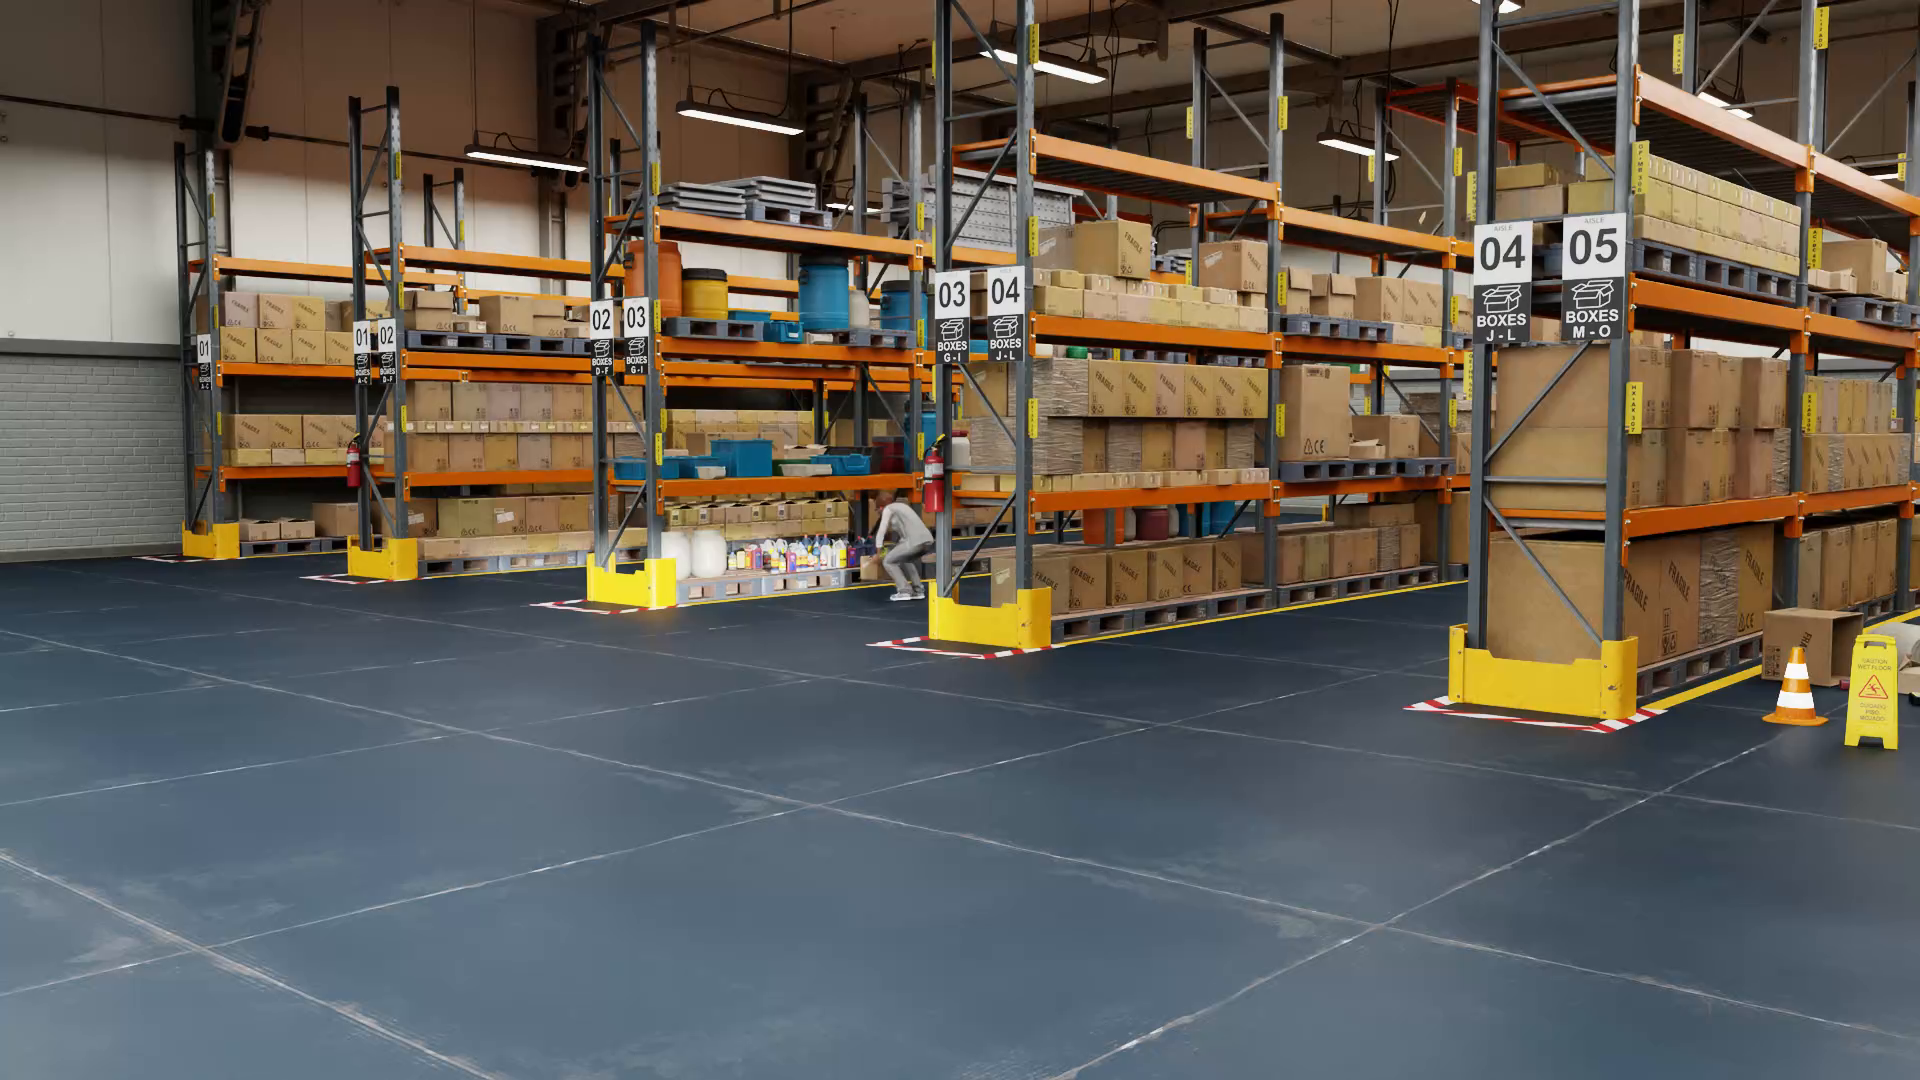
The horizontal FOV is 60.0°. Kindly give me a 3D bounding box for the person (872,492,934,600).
[{"bbox_3d":[-0.631,0.077,18.007,0.721,1.148,0.463,3,5,41],"label":"person"}]
